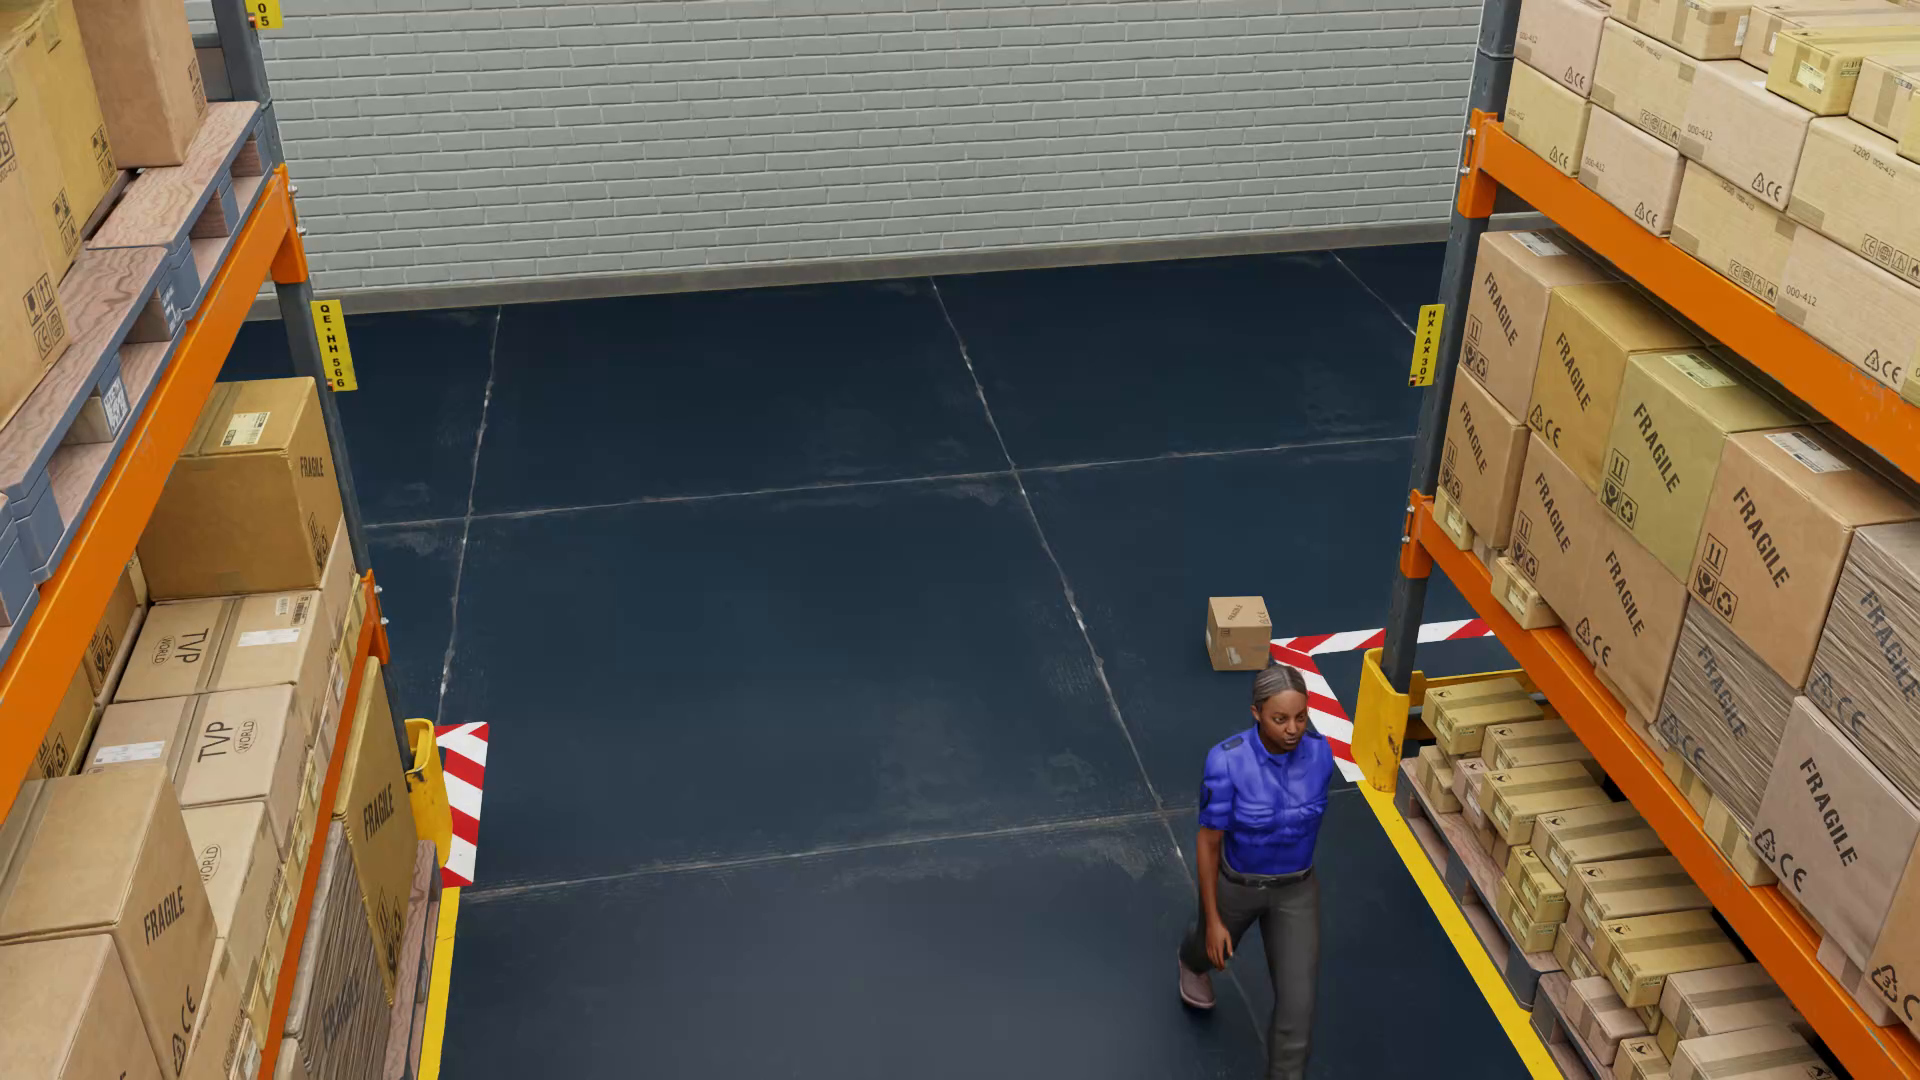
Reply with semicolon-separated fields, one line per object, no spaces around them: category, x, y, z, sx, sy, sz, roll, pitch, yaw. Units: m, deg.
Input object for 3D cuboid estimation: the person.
person;0.947;1.109;5.280;0.443;1.601;0.979;-3;31;-4
